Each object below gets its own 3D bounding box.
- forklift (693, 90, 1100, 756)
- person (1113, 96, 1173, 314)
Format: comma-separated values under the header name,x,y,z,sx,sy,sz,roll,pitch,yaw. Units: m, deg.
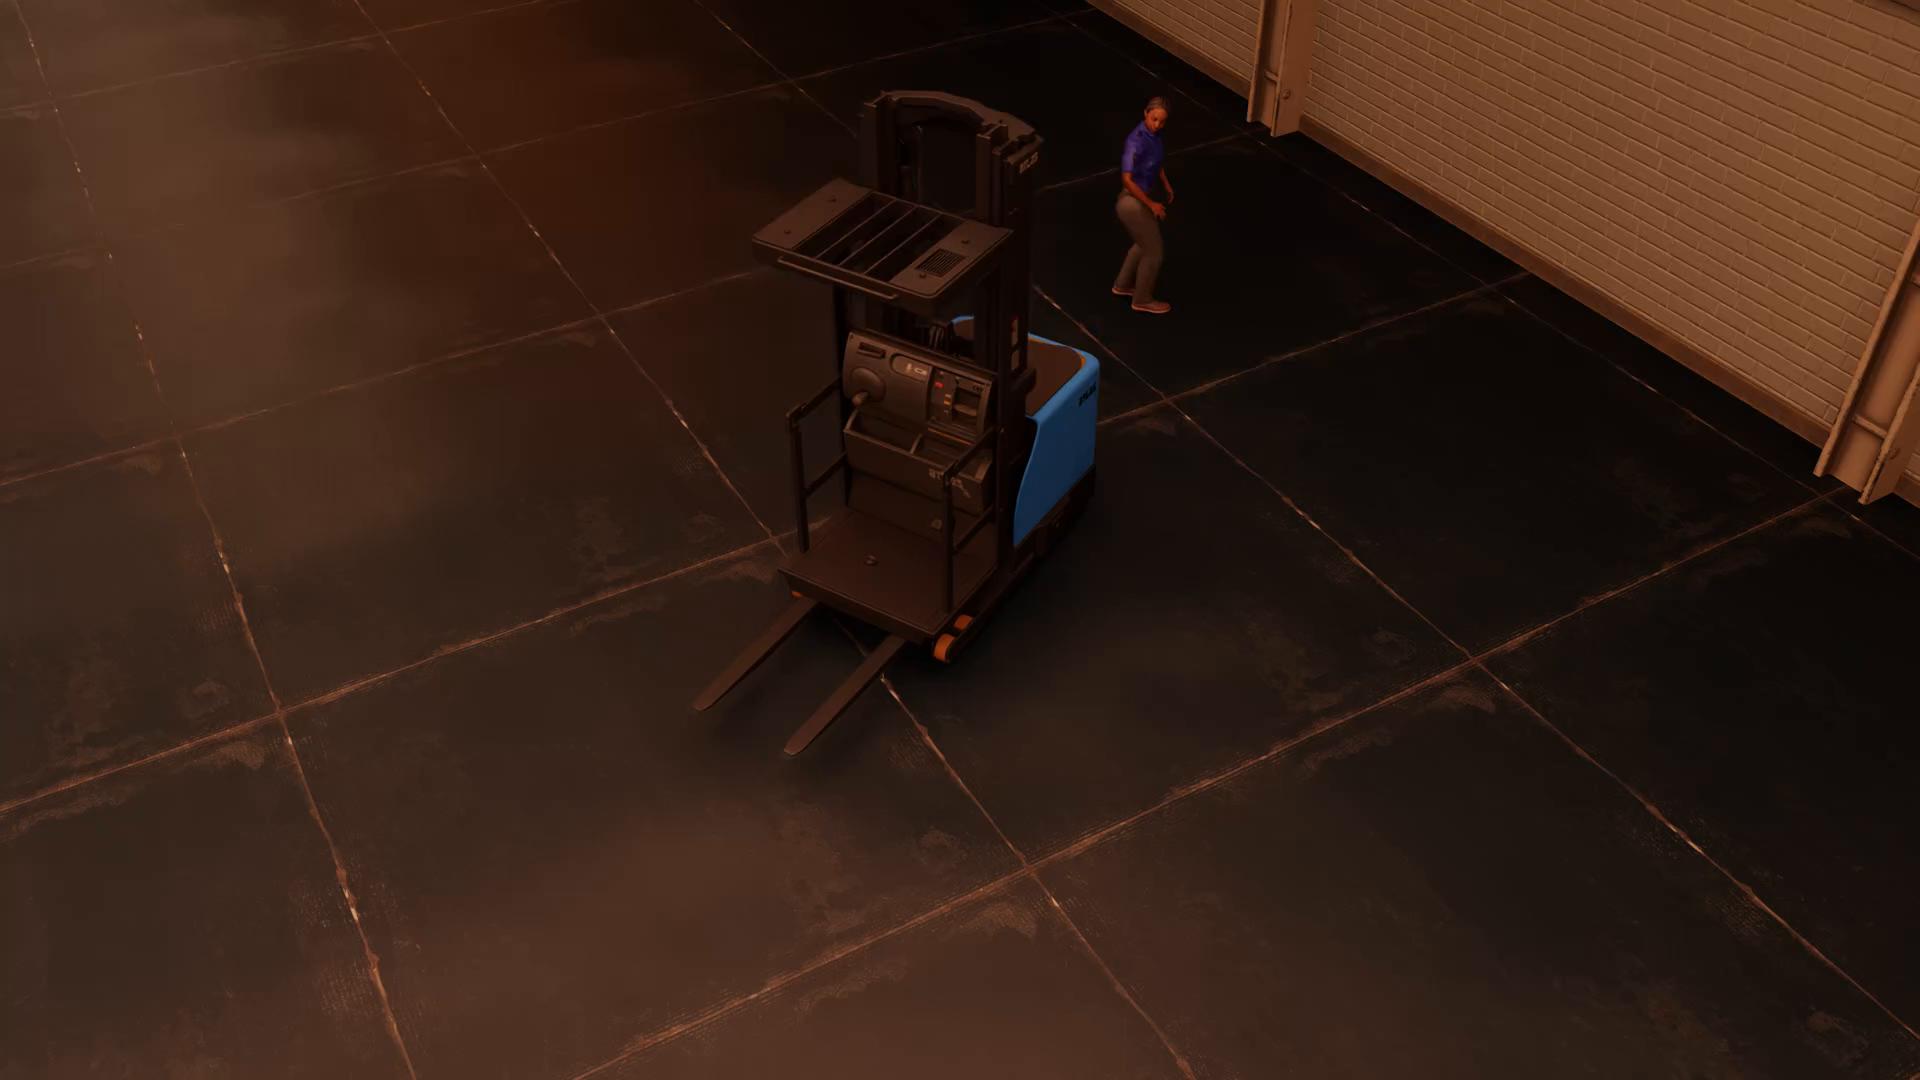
name,x,y,z,sx,sy,sz,roll,pitch,yaw
forklift,-0.349,-0.770,8.965,1.130,2.935,3.031,22,44,24
person,1.370,-2.434,12.012,0.463,1.621,0.655,8,40,10
